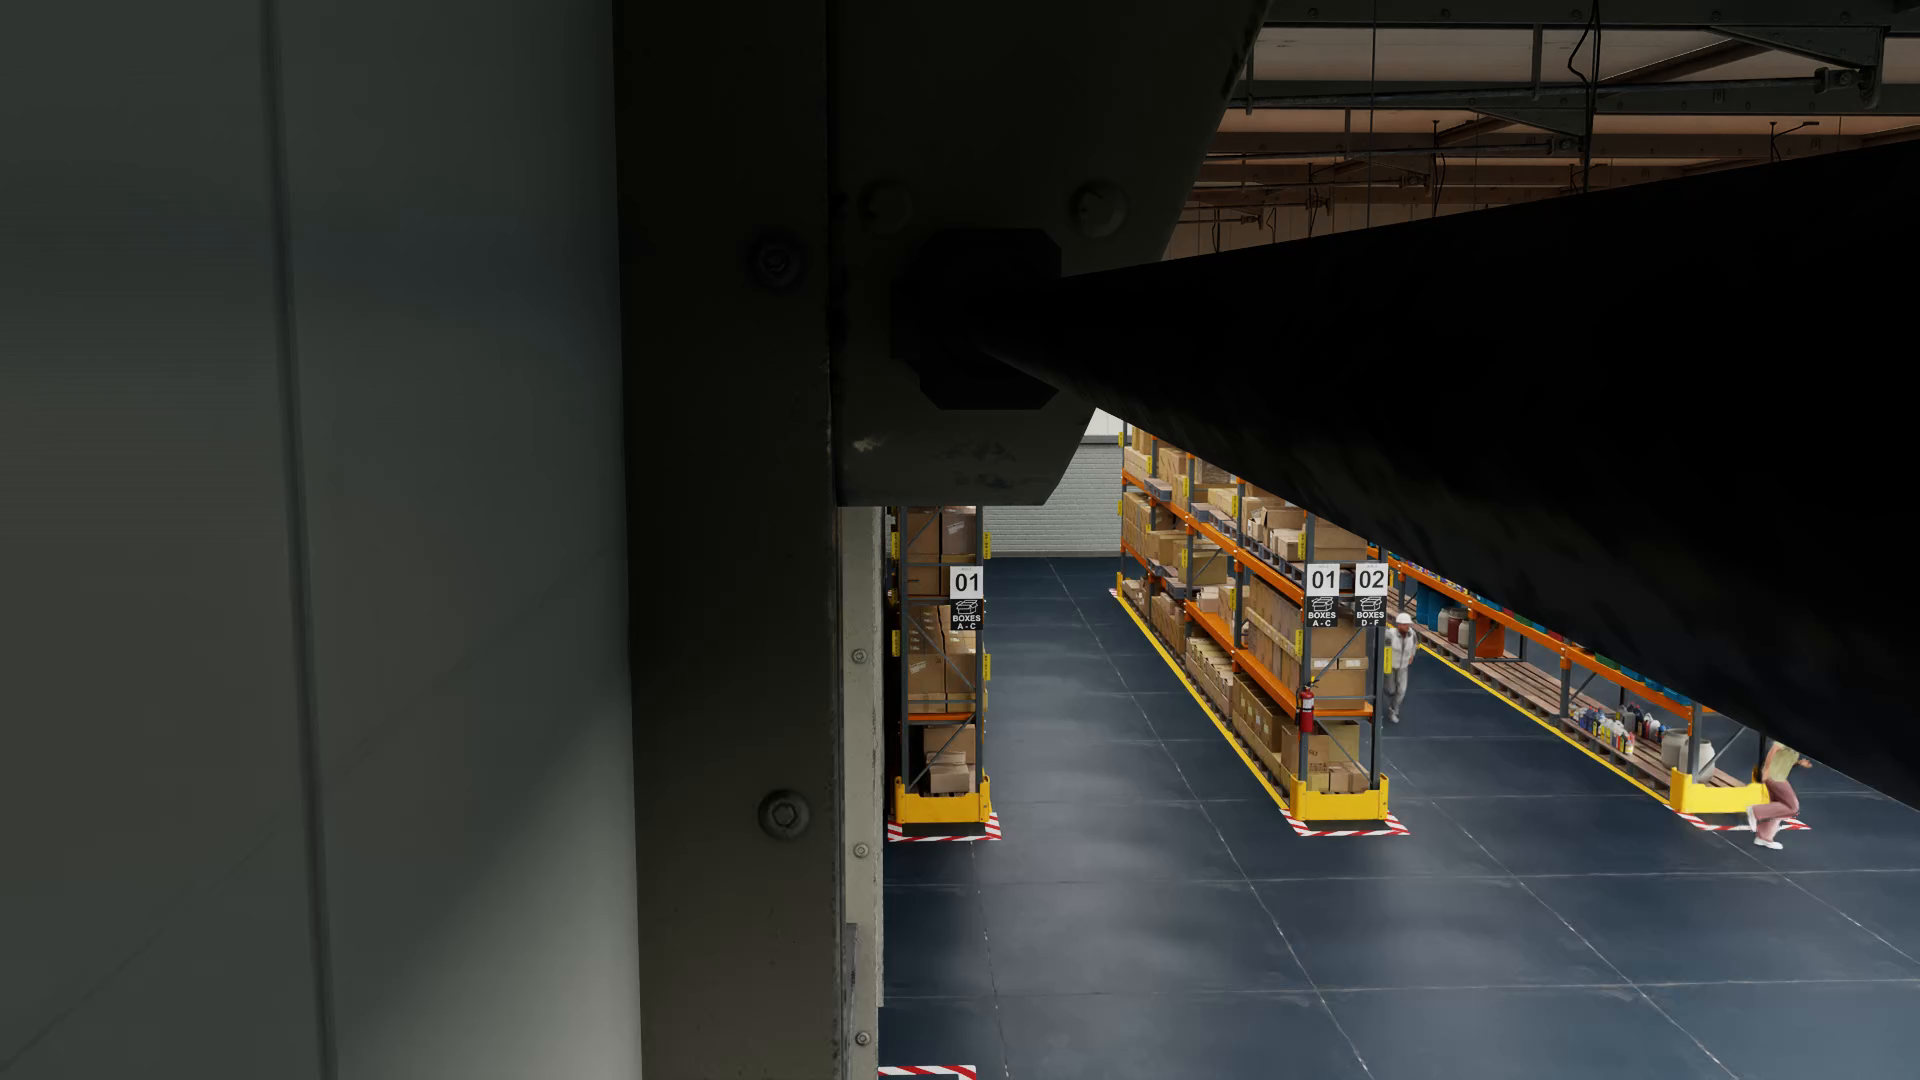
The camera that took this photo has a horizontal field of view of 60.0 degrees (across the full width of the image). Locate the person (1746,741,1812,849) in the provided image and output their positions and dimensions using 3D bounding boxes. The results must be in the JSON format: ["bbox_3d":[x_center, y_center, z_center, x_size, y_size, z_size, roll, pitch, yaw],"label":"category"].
[{"bbox_3d":[9.621,2.827,19.521,0.677,1.597,0.571,3,8,17],"label":"person"}]

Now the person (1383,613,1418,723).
[{"bbox_3d":[6.687,1.924,25.594,0.657,1.718,0.875,-2,8,-15],"label":"person"}]

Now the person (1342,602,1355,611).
[{"bbox_3d":[7.584,0.939,32.350,0.717,1.804,0.968,0,8,-3],"label":"person"}]
